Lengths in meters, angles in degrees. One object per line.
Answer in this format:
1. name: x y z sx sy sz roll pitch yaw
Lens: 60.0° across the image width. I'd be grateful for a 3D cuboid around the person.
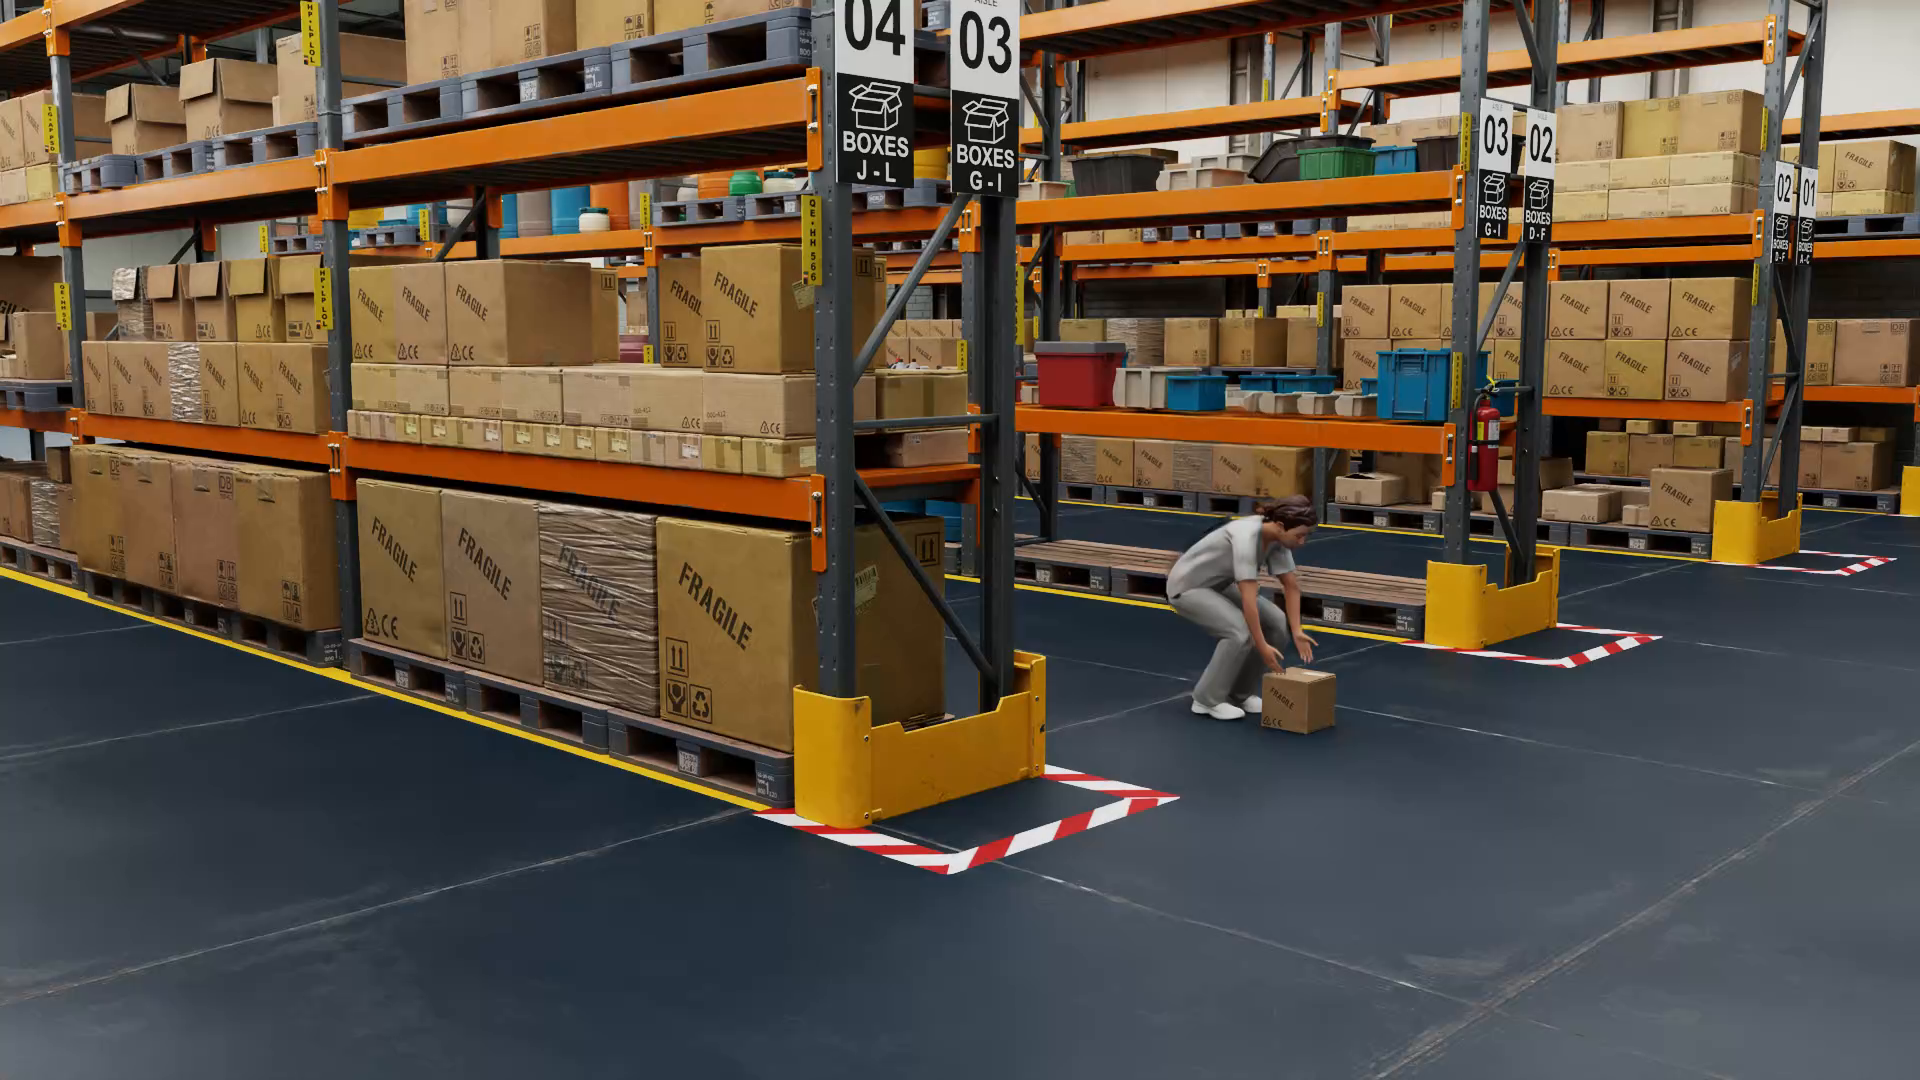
1. person: 1.386 0.308 8.128 0.757 1.102 0.489 7 10 43
